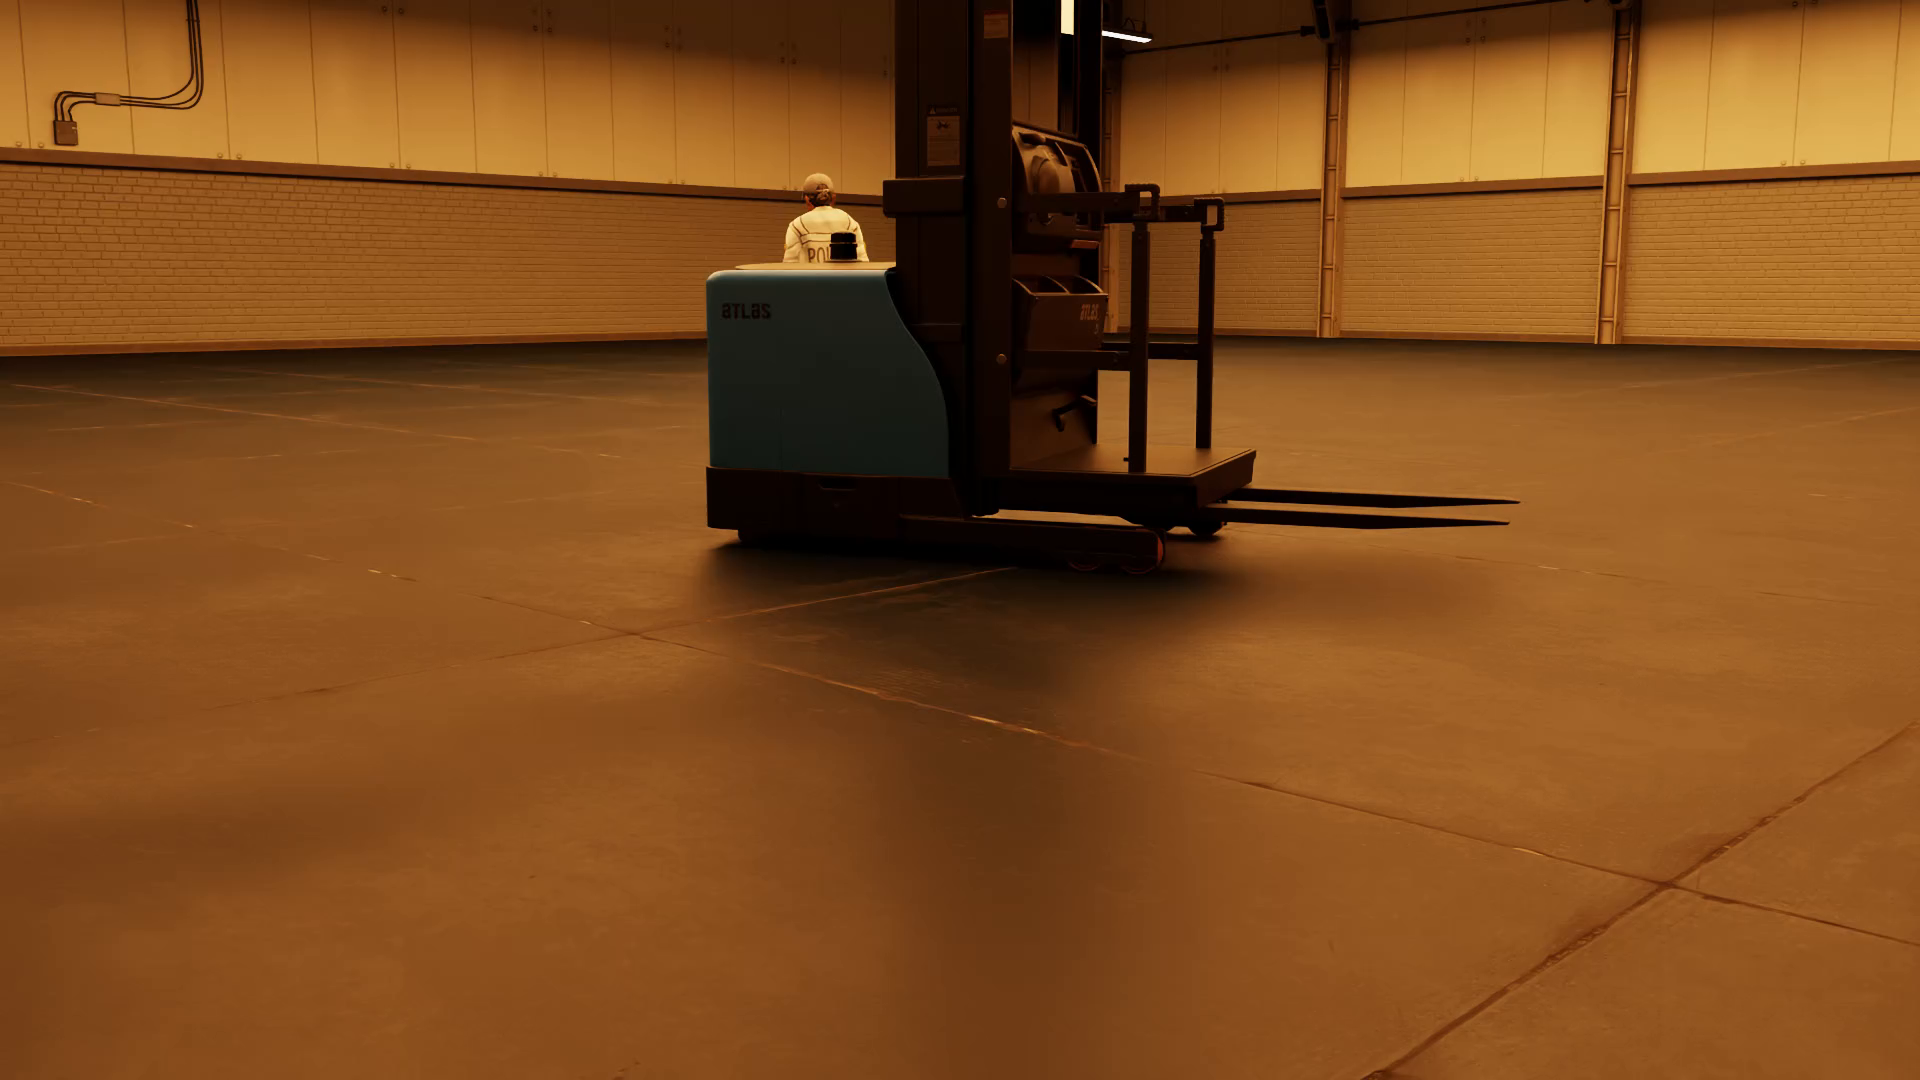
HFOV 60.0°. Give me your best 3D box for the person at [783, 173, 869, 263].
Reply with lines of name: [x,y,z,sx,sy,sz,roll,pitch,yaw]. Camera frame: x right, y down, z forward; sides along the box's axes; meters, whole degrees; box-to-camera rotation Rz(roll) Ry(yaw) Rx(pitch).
person: [-0.766,-1.285,9.662,0.563,1.667,0.463,-2,9,-15]

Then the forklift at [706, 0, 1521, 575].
forklift: [0.565,-1.416,6.275,3.031,2.935,1.130,3,9,22]
